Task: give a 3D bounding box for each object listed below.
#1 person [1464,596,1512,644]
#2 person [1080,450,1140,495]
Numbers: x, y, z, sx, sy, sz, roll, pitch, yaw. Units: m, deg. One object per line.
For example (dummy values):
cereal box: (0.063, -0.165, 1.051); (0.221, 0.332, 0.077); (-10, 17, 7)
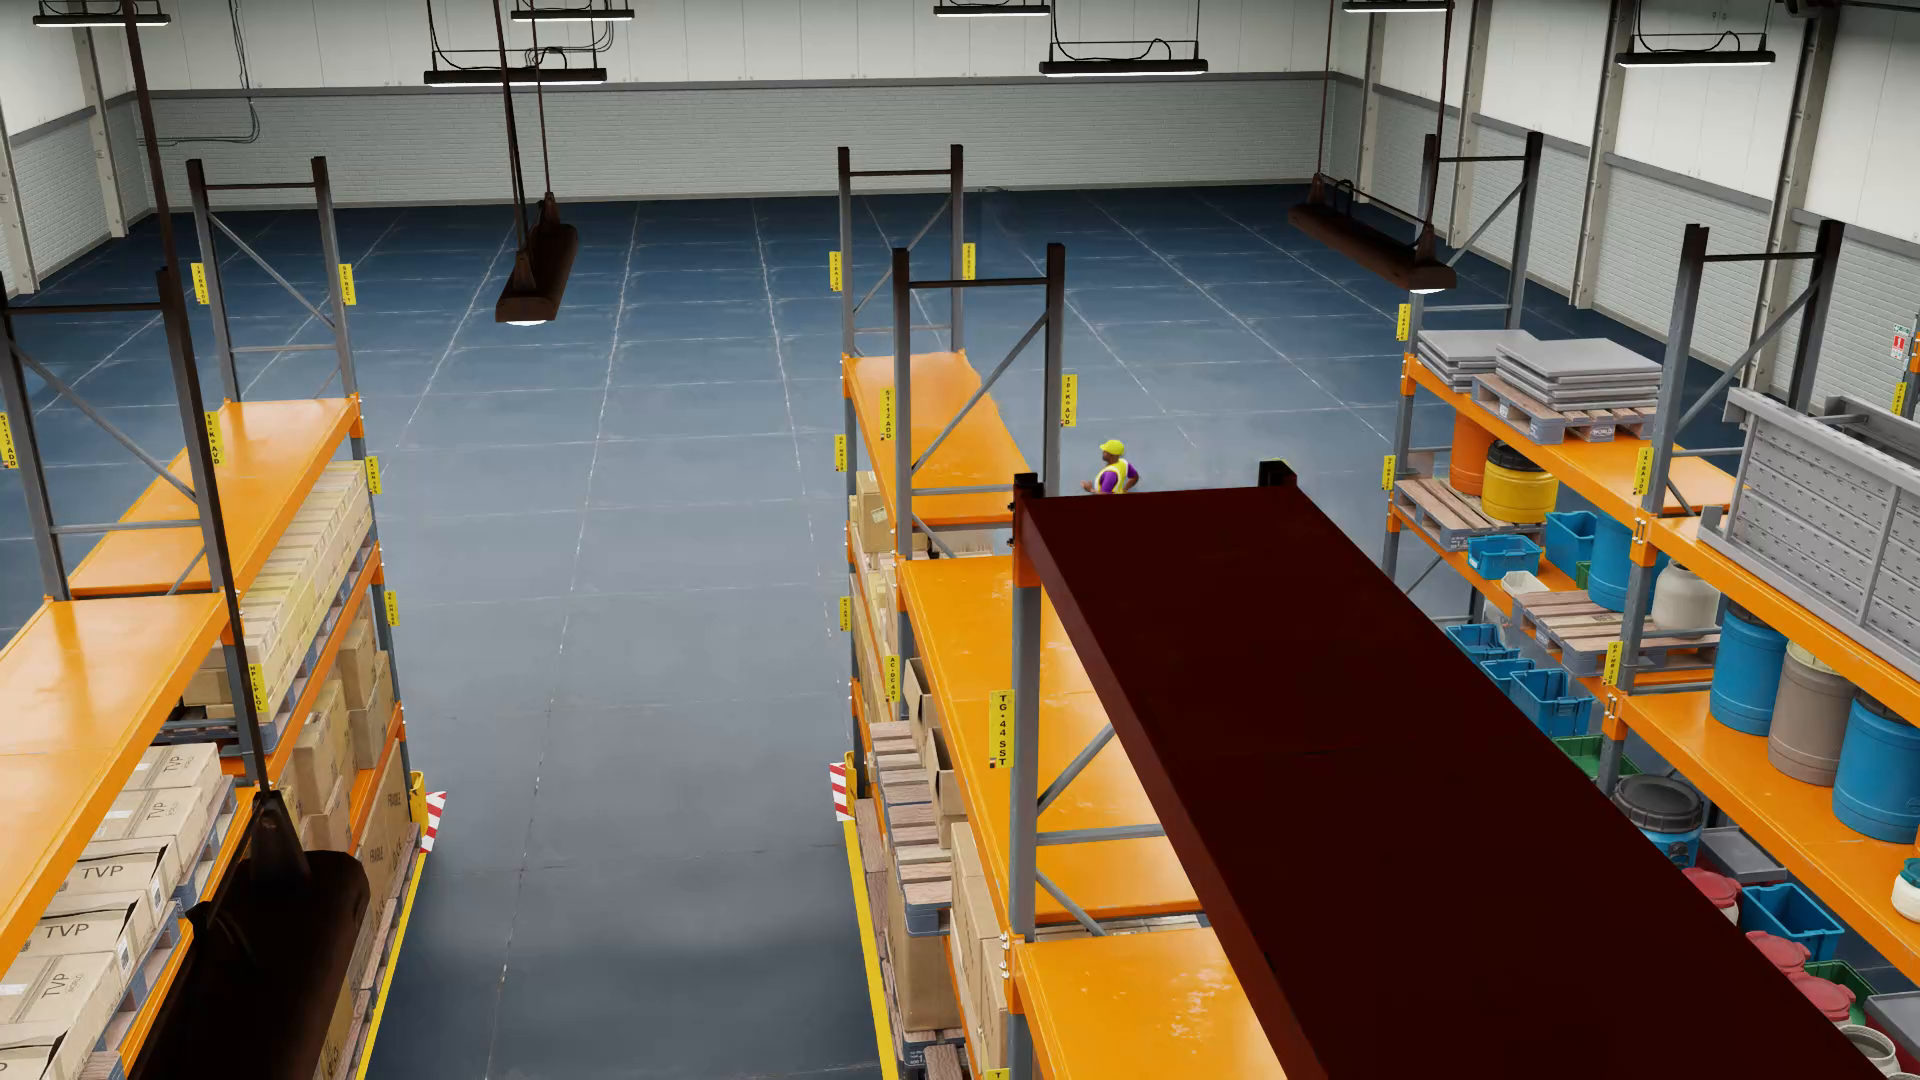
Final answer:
person: (5.348, 1.062, 16.842); (0.537, 1.614, 0.641); (-17, 27, -37)
person: (1.809, -0.346, 20.104); (0.944, 1.741, 0.693); (6, 22, 14)
